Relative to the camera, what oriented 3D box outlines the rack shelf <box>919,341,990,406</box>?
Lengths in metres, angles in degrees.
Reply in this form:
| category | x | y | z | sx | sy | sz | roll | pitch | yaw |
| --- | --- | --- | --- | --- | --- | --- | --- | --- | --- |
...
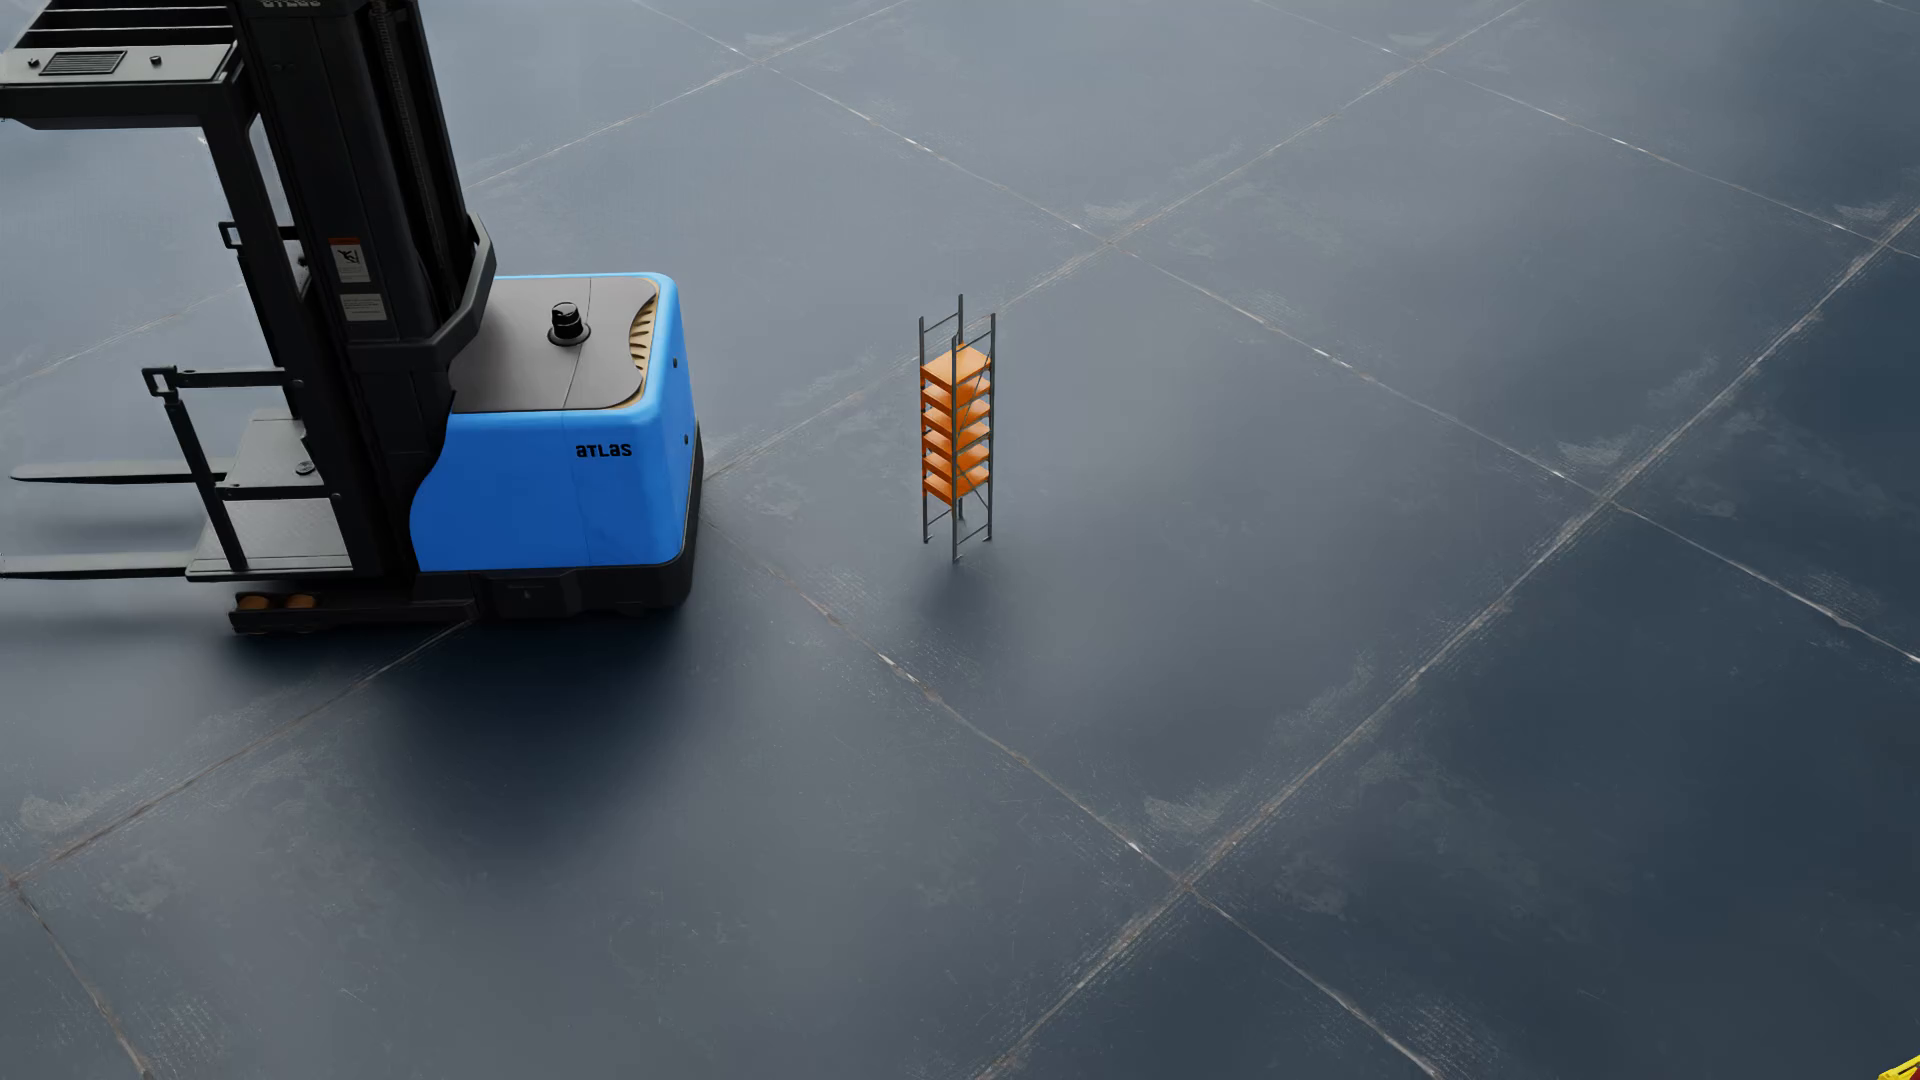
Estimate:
| category | x | y | z | sx | sy | sz | roll | pitch | yaw |
| --- | --- | --- | --- | --- | --- | --- | --- | --- | --- |
| rack shelf | -0.010 | -0.679 | 6.754 | 0.258 | 0.103 | 0.180 | -34 | 53 | -31 |

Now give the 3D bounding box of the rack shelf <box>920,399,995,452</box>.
| category | x | y | z | sx | sy | sz | roll | pitch | yaw |
| --- | --- | --- | --- | --- | --- | --- | --- | --- | --- |
| rack shelf | -0.010 | -0.503 | 6.916 | 0.258 | 0.103 | 0.180 | -34 | 53 | -31 |

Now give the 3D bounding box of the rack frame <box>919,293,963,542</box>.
| category | x | y | z | sx | sy | sz | roll | pitch | yaw |
| --- | --- | --- | --- | --- | --- | --- | --- | --- | --- |
| rack frame | -0.075 | -0.492 | 7.015 | 0.240 | 1.200 | 0.006 | -34 | 53 | -31 |

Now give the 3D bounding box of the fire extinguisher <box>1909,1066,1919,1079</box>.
| category | x | y | z | sx | sy | sz | roll | pitch | yaw |
| --- | --- | --- | --- | --- | --- | --- | --- | --- | --- |
| fire extinguisher | 2.373 | 1.225 | 3.888 | 0.296 | 0.674 | 0.183 | -34 | 53 | -31 |

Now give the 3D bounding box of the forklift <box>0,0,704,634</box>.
| category | x | y | z | sx | sy | sz | roll | pitch | yaw |
| --- | --- | --- | --- | --- | --- | --- | --- | --- | --- |
| forklift | -2.672 | -1.051 | 6.345 | 3.031 | 2.935 | 1.130 | -2 | 43 | -2 |

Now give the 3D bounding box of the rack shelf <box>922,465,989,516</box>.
| category | x | y | z | sx | sy | sz | roll | pitch | yaw |
| --- | --- | --- | --- | --- | --- | --- | --- | --- | --- |
| rack shelf | -0.010 | -0.239 | 7.161 | 0.258 | 0.103 | 0.180 | -34 | 53 | -31 |

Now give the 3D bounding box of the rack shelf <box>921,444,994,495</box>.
| category | x | y | z | sx | sy | sz | roll | pitch | yaw |
| --- | --- | --- | --- | --- | --- | --- | --- | --- | --- |
| rack shelf | -0.010 | -0.327 | 7.079 | 0.258 | 0.103 | 0.180 | -34 | 53 | -31 |

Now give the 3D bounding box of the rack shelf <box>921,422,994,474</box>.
| category | x | y | z | sx | sy | sz | roll | pitch | yaw |
| --- | --- | --- | --- | --- | --- | --- | --- | --- | --- |
| rack shelf | -0.010 | -0.415 | 6.998 | 0.258 | 0.103 | 0.180 | -34 | 53 | -31 |

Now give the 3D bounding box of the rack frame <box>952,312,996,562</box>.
| category | x | y | z | sx | sy | sz | roll | pitch | yaw |
| --- | --- | --- | --- | --- | --- | --- | --- | --- | --- |
| rack frame | 0.054 | -0.404 | 6.920 | 0.240 | 1.200 | 0.006 | -34 | 53 | -31 |

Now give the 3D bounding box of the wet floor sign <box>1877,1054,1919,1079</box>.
| category | x | y | z | sx | sy | sz | roll | pitch | yaw |
| --- | --- | --- | --- | --- | --- | --- | --- | --- | --- |
| wet floor sign | 2.751 | 1.733 | 5.016 | 0.267 | 0.644 | 0.232 | -18 | 46 | -18 |

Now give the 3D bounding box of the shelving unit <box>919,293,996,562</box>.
| category | x | y | z | sx | sy | sz | roll | pitch | yaw |
| --- | --- | --- | --- | --- | --- | --- | --- | --- | --- |
| shelving unit | -0.010 | -0.448 | 6.968 | 0.258 | 1.200 | 0.189 | -34 | 53 | -31 |

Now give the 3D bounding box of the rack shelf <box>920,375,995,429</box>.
| category | x | y | z | sx | sy | sz | roll | pitch | yaw |
| --- | --- | --- | --- | --- | --- | --- | --- | --- | --- |
| rack shelf | -0.010 | -0.591 | 6.835 | 0.258 | 0.103 | 0.180 | -34 | 53 | -31 |
